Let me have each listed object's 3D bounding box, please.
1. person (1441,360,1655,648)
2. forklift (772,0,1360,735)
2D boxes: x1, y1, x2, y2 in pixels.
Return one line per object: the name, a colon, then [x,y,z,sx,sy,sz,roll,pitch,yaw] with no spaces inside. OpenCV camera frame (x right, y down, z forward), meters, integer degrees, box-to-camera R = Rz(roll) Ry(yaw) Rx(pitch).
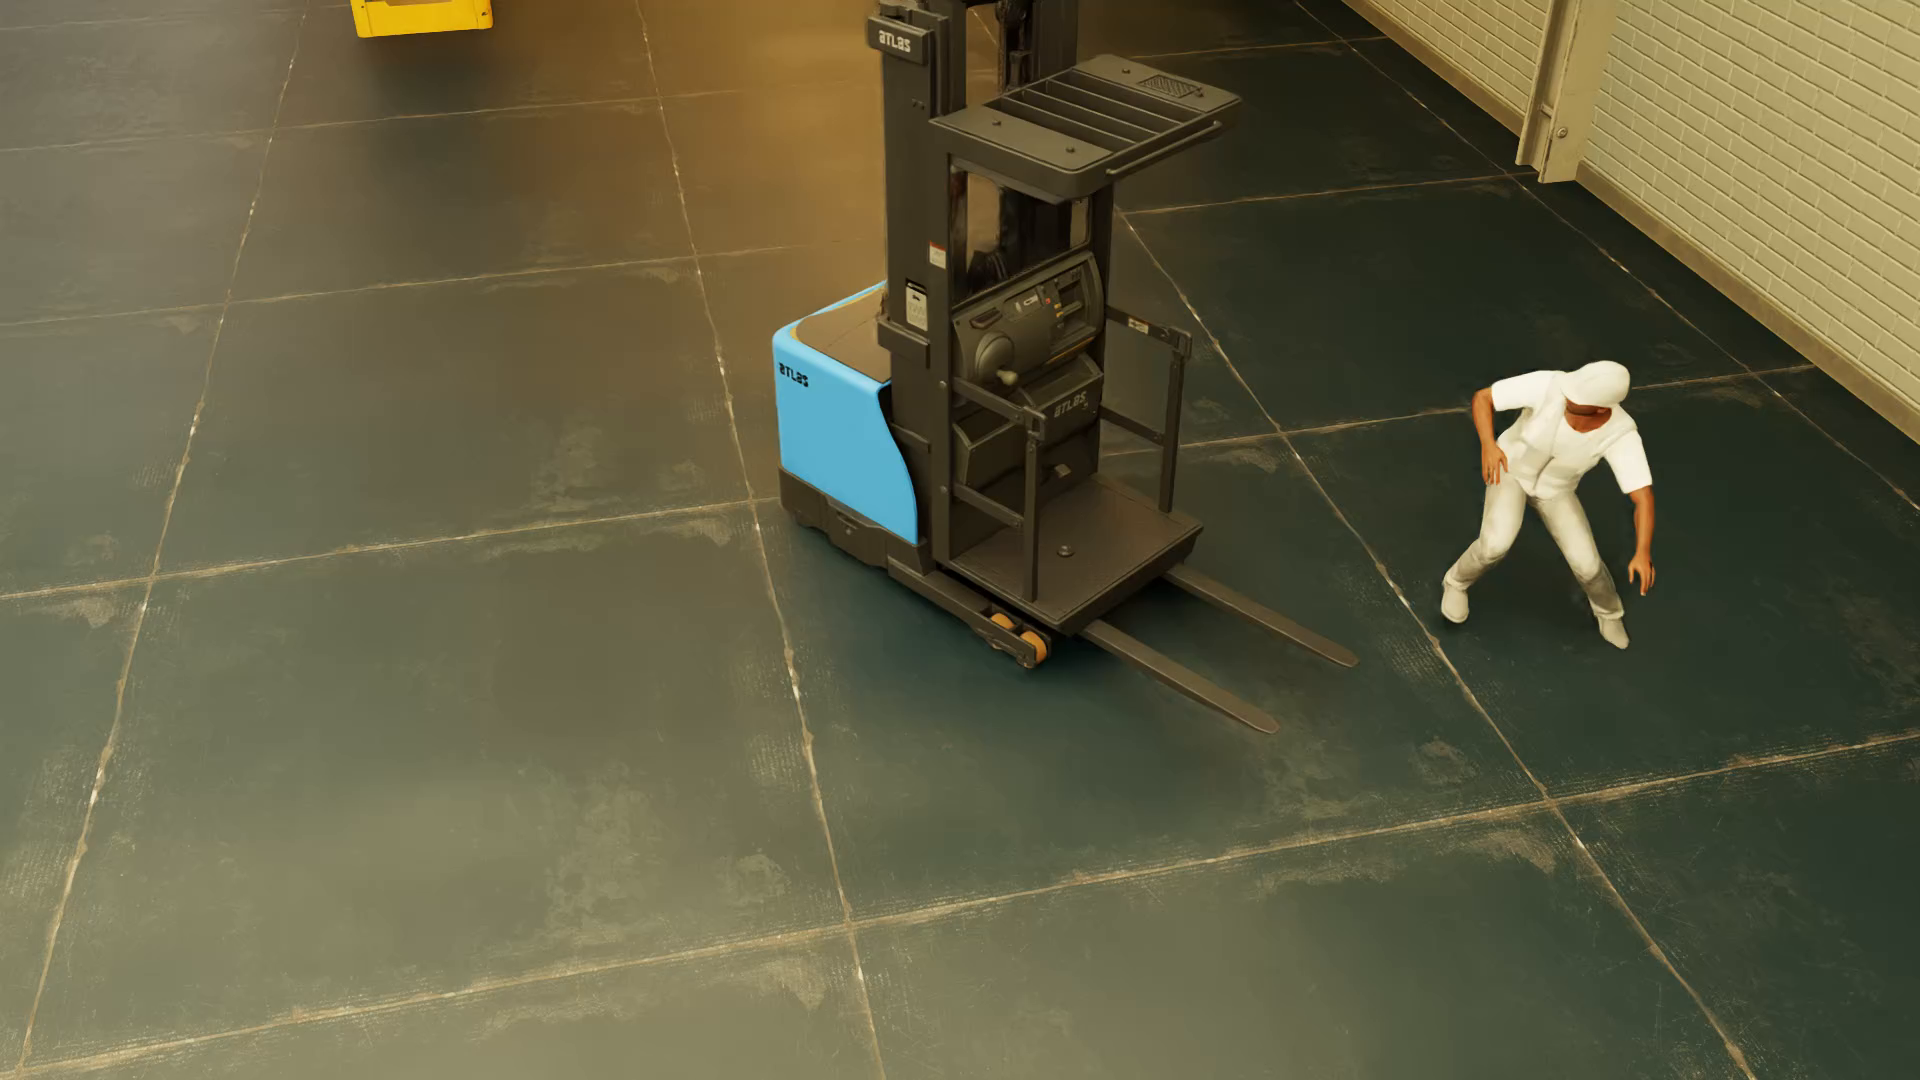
person: [2.734,-0.162,7.552,0.921,1.523,0.806,8,37,11]
forklift: [0.468,-0.941,7.358,3.031,2.935,1.130,29,45,34]
